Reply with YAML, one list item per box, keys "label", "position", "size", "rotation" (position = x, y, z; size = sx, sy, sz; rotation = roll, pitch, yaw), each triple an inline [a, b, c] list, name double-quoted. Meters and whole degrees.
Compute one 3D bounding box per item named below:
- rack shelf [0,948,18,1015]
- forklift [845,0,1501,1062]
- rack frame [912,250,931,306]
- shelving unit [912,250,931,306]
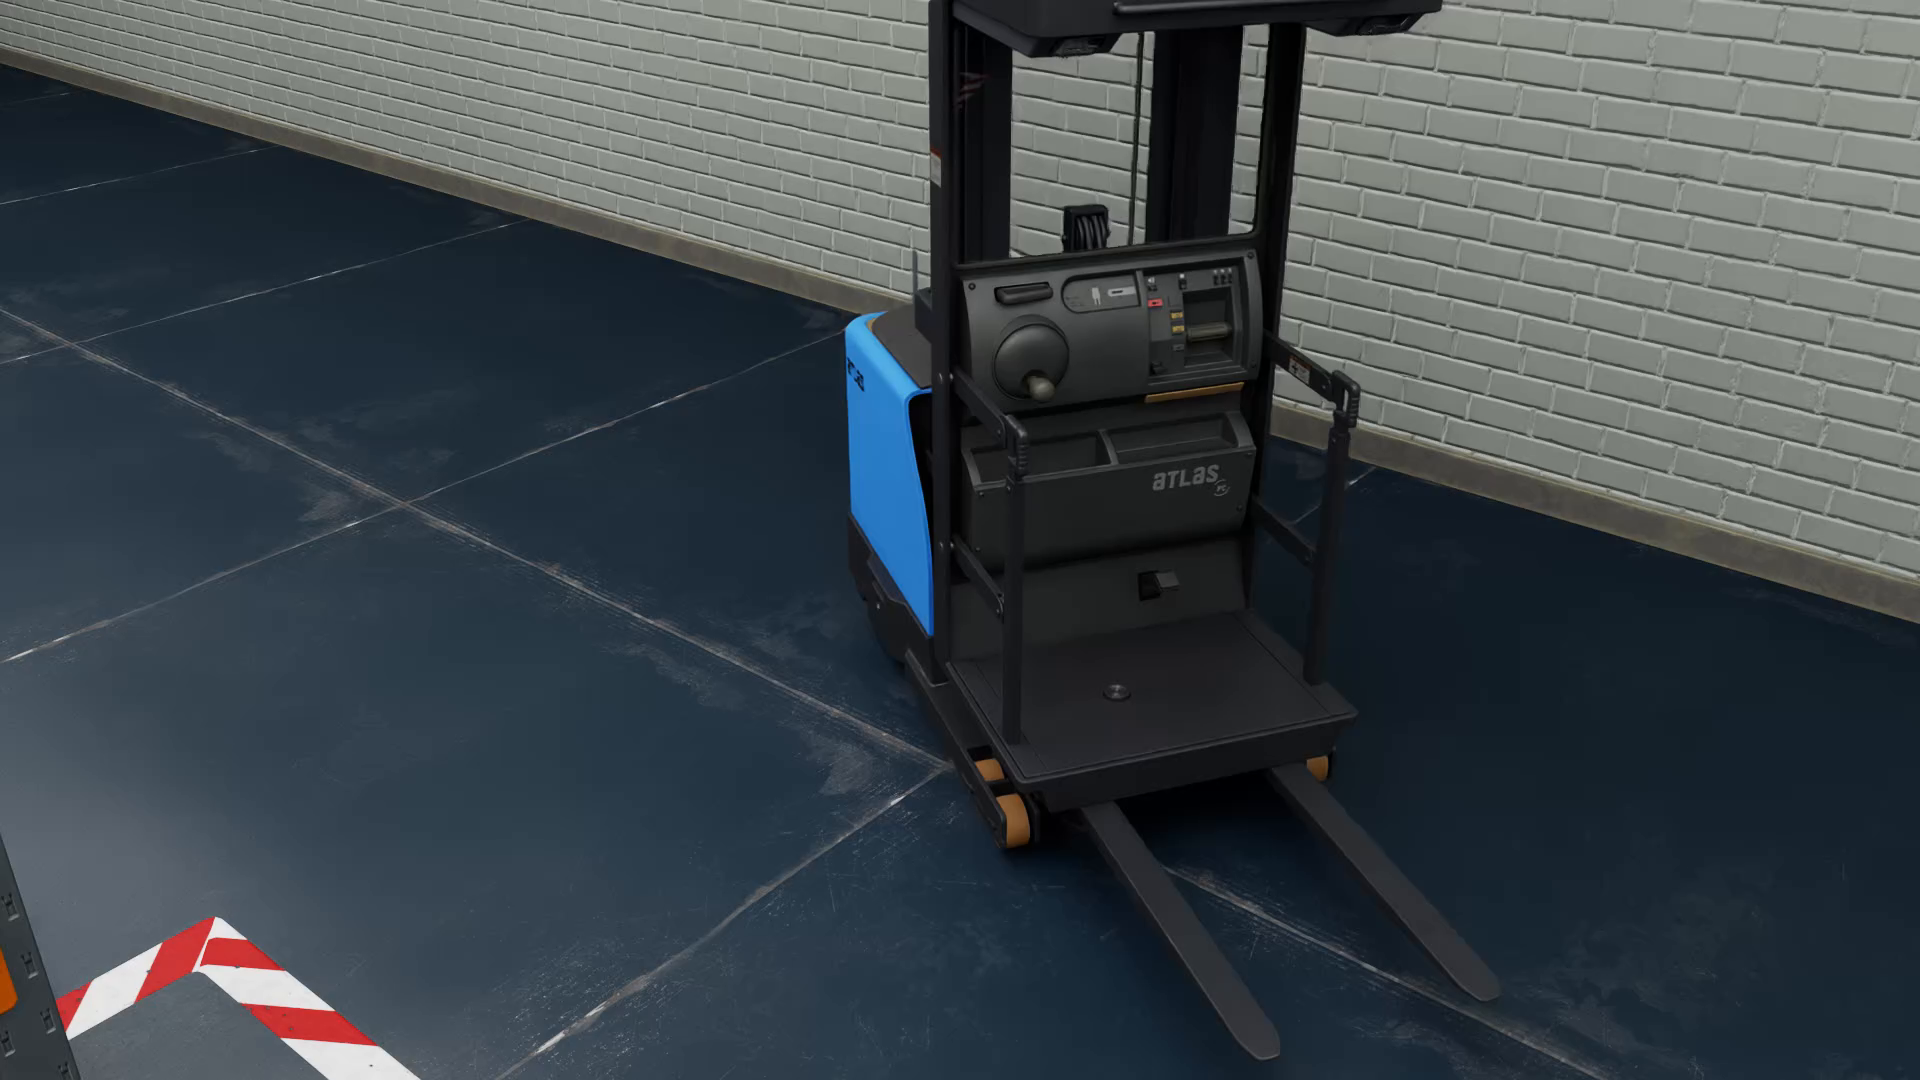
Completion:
- label: "rack shelf"
  position: [-3.383, 1.242, 1.867]
  size: [1.077, 0.370, 4.000]
  rotation: [21, 34, 34]
- label: "forklift"
  position: [0.530, -0.589, 4.699]
  size: [1.130, 2.935, 3.031]
  rotation: [-9, 29, -17]
- label: "rack frame"
  position: [-0.086, -0.521, 6.451]
  size: [0.240, 1.200, 0.006]
  rotation: [21, 34, 35]
- label: "shelving unit"
  position: [-0.027, -0.553, 6.513]
  size: [0.258, 1.200, 0.189]
  rotation: [21, 34, 35]
